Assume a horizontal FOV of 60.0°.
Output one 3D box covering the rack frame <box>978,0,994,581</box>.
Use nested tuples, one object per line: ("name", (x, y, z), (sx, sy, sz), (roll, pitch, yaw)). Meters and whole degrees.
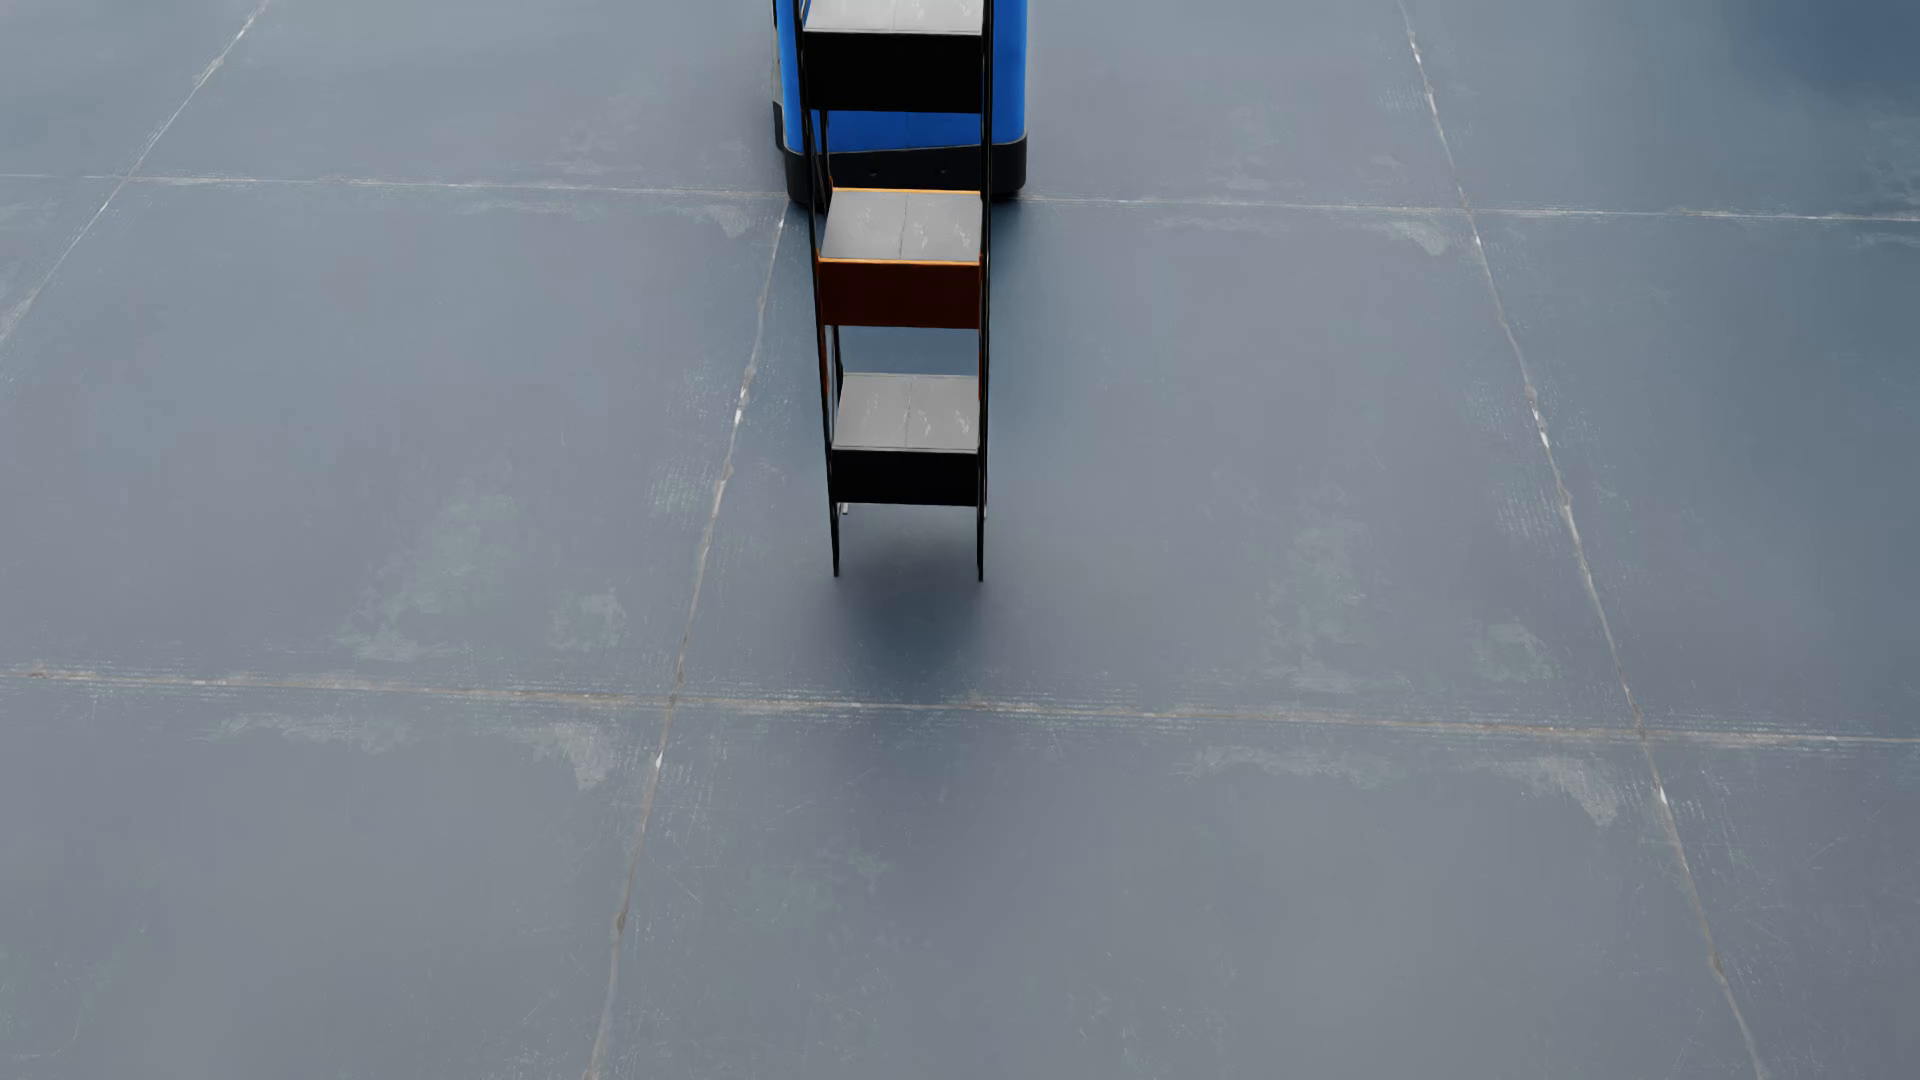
("rack frame", (0.078, -0.766, 5.032), (0.015, 2.100, 0.400), (2, 43, 2))

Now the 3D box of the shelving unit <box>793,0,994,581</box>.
("shelving unit", (-0.165, -0.773, 5.040), (0.503, 2.100, 0.431), (2, 43, 2))

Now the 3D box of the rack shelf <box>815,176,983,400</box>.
("rack shelf", (-0.165, -0.763, 5.049), (0.480, 0.518, 0.431), (2, 43, 2))

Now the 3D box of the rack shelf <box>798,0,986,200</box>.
("rack shelf", (-0.165, -1.276, 4.572), (0.480, 0.518, 0.431), (2, 43, 2))

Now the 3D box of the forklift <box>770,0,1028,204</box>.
("forklift", (-0.379, -3.534, 7.393), (1.130, 2.935, 3.031), (-4, 43, -4))

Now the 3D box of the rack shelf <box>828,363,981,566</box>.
("rack shelf", (-0.165, -0.251, 5.526), (0.480, 0.518, 0.431), (2, 43, 2))

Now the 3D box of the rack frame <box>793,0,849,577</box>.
("rack frame", (-0.409, -0.781, 5.048), (0.015, 2.100, 0.400), (2, 43, 2))
